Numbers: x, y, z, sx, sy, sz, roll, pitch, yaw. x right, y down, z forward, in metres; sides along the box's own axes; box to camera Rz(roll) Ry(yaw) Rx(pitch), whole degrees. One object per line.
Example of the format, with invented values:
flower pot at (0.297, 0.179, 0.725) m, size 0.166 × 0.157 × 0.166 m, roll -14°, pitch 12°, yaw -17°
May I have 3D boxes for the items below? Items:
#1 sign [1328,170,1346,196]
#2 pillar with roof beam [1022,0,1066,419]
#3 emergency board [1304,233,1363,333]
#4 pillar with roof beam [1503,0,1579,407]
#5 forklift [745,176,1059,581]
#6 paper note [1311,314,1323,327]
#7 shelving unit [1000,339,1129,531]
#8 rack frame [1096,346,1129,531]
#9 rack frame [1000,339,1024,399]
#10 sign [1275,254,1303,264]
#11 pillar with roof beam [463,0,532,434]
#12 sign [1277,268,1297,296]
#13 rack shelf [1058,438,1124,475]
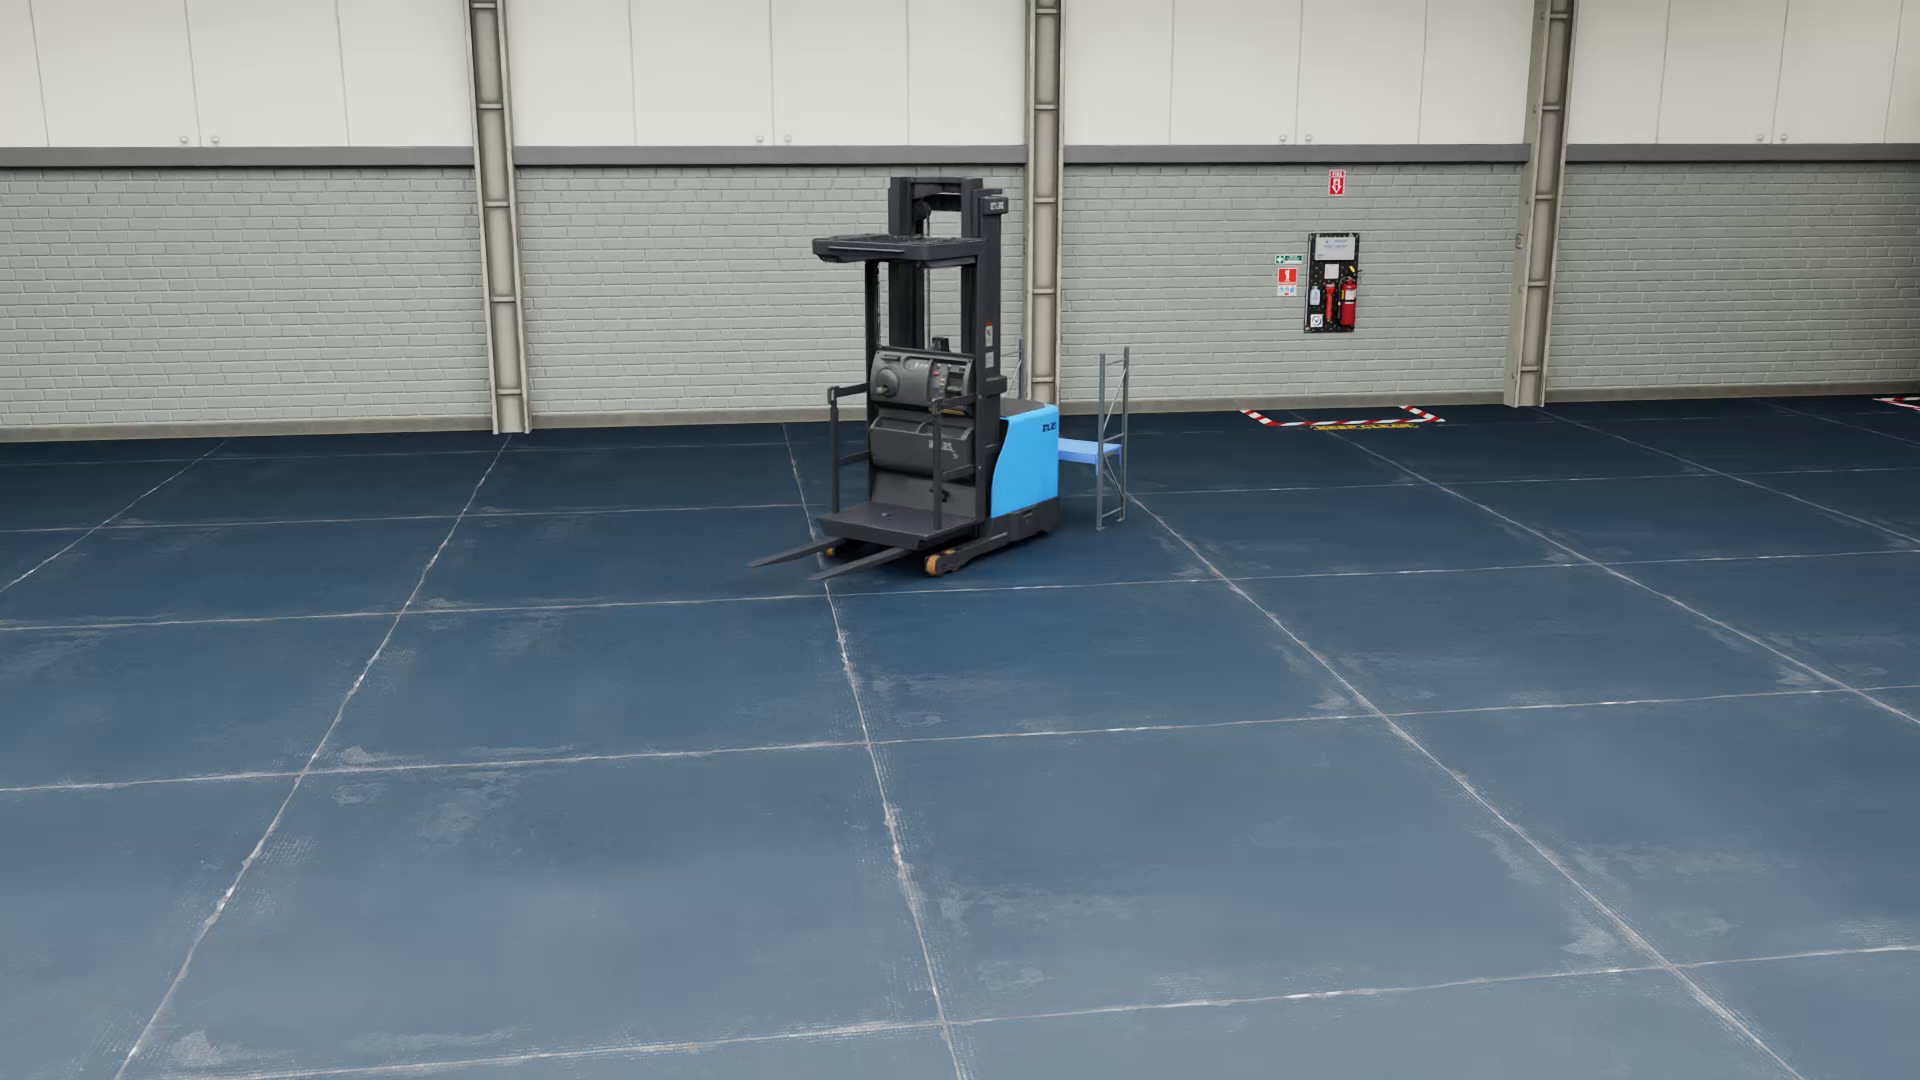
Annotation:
sign at (4.402, -4.172, 19.427) m, size 0.199 × 0.298 × 0.001 m, roll -2°, pitch 14°, yaw -8°
pillar with roof beam at (1.583, -4.761, 14.209) m, size 0.400 × 9.000 × 9.100 m, roll -2°, pitch 14°, yaw -8°
emergency board at (4.425, -3.024, 19.614) m, size 0.643 × 1.169 × 0.194 m, roll -2°, pitch 14°, yaw -8°
pillar with roof beam at (7.516, -4.979, 15.076) m, size 0.400 × 9.000 × 9.100 m, roll -2°, pitch 14°, yaw -8°
forklift at (-0.422, -1.273, 12.773) m, size 1.130 × 2.935 × 3.031 m, roll 10°, pitch 17°, yaw 34°
paper note at (4.240, -2.607, 19.762) m, size 0.142 × 0.148 × 0.016 m, roll -2°, pitch 14°, yaw -8°
shelving unit at (0.857, -0.924, 14.322) m, size 1.048 × 1.500 × 0.538 m, roll 8°, pitch 16°, yaw 30°
rack frame at (1.293, -0.860, 14.067) m, size 0.032 × 1.500 × 0.500 m, roll 8°, pitch 16°, yaw 30°
rack frame at (0.422, -0.988, 14.577) m, size 0.032 × 1.500 × 0.500 m, roll 8°, pitch 16°, yaw 30°
sign at (3.869, -3.301, 19.556) m, size 0.331 × 0.109 × 0.001 m, roll -2°, pitch 14°, yaw -8°
pillar with roof beam at (-4.350, -4.544, 13.342) m, size 0.400 × 9.000 × 9.100 m, roll -2°, pitch 14°, yaw -8°
sign at (3.863, -3.046, 19.629) m, size 0.234 × 0.329 × 0.001 m, roll -2°, pitch 14°, yaw -8°
rack shelf at (0.857, -0.749, 14.366) m, size 1.000 × 0.185 × 0.538 m, roll 8°, pitch 16°, yaw 30°
